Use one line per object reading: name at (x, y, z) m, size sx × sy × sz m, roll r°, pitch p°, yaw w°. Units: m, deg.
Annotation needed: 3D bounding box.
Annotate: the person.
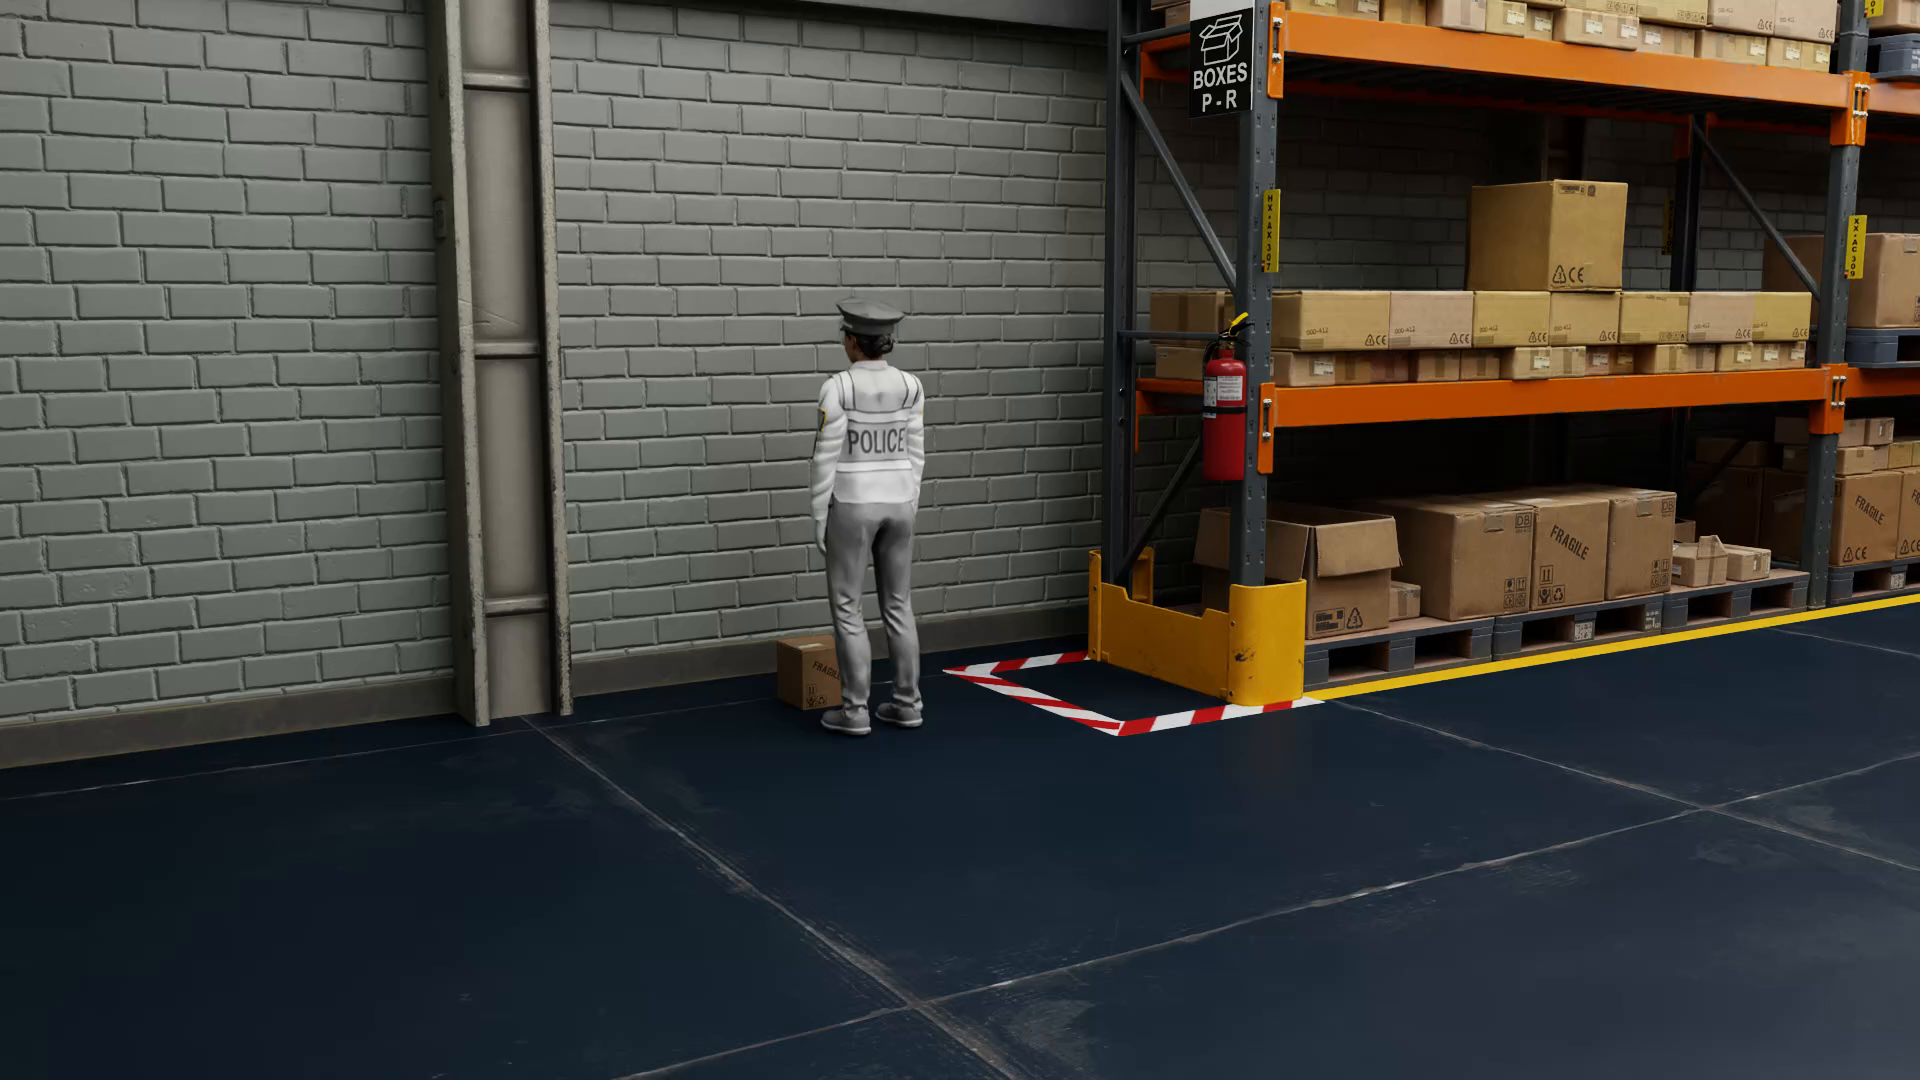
person at (-0.364, -0.093, 6.428) m, size 0.466 × 1.679 × 0.341 m, roll -5°, pitch 9°, yaw -29°
